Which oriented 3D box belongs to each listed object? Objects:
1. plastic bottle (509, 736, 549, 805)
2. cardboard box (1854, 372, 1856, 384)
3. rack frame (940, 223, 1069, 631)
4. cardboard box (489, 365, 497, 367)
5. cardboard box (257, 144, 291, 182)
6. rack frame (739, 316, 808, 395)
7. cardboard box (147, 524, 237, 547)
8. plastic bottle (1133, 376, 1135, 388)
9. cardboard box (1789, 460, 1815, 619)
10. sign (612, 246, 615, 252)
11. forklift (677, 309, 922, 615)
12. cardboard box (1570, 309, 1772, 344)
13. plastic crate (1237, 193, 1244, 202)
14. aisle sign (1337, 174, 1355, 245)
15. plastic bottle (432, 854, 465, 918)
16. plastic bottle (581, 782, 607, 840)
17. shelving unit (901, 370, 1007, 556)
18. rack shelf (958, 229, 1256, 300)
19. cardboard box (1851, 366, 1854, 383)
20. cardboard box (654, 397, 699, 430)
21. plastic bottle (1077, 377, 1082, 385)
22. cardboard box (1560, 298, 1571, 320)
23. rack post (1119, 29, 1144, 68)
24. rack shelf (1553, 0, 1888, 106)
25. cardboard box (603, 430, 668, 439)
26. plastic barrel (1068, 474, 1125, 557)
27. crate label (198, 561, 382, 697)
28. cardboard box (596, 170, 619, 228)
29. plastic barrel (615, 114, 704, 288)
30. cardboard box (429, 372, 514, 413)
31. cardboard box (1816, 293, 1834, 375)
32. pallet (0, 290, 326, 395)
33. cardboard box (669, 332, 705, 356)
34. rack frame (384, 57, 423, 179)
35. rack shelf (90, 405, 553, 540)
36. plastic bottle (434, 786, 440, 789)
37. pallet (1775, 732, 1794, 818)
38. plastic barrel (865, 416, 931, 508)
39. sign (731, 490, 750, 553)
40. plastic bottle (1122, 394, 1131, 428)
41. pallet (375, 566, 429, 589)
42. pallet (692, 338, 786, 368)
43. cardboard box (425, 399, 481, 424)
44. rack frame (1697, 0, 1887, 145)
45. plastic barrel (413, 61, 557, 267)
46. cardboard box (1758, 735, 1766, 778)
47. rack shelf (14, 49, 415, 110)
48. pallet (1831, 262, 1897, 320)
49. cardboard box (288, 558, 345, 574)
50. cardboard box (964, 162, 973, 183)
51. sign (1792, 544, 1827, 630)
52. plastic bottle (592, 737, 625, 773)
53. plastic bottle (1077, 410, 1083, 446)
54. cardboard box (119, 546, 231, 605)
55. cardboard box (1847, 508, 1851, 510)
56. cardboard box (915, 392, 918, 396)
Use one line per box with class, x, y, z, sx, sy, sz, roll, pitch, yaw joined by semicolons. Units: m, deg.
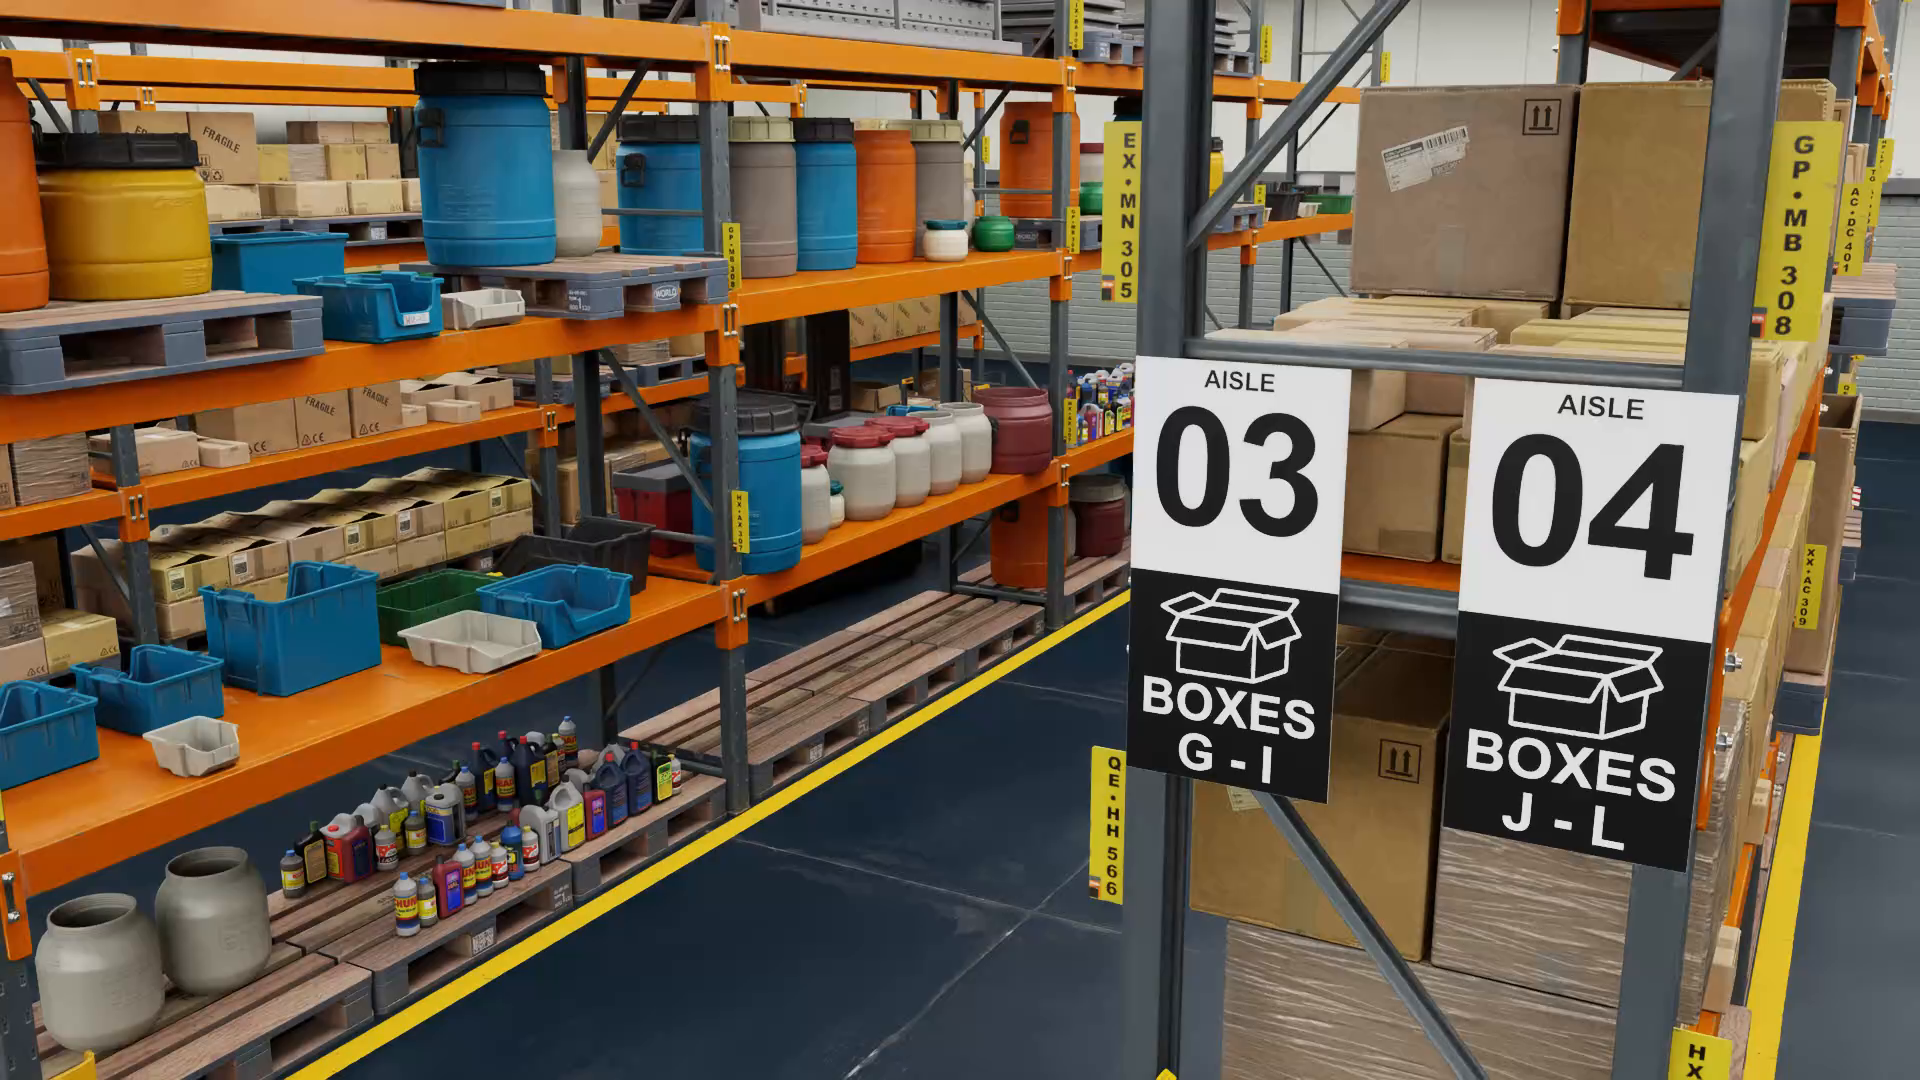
plastic bottle;-2.246;1.184;8.651;0.144;0.351;0.185;7;15;28
cardboard box;8.266;-1.537;15.760;0.380;0.149;0.250;8;16;29
rack frame;0.315;-0.845;12.356;1.000;3.000;0.127;7;15;28
cardboard box;-5.727;-2.022;21.674;0.700;0.500;0.500;7;15;27
cardboard box;-7.684;-4.021;17.977;0.700;0.500;0.500;8;16;31
rack frame;-2.085;-2.228;18.091;1.000;3.000;0.127;7;15;28
cardboard box;-5.762;0.050;12.416;0.500;0.311;0.500;8;16;30
plastic bottle;1.633;-1.432;15.214;0.097;0.201;0.097;0;14;0
cardboard box;2.741;-0.019;5.948;0.500;0.500;0.500;7;15;28
sign;-4.973;-4.133;23.975;0.100;0.325;0.005;7;15;28
forklift;-1.634;-0.973;13.032;1.130;2.935;3.031;11;17;37
cardboard box;1.538;-0.408;3.612;0.380;0.149;0.250;8;16;30
plastic crate;2.841;-3.467;17.085;0.437;0.282;0.530;7;15;28
aisle sign;4.474;-3.732;18.783;0.394;0.787;0.004;7;15;28
plastic bottle;-2.277;1.522;7.395;0.061;0.283;0.133;8;16;29
plastic bottle;-1.812;1.324;8.214;0.061;0.283;0.133;9;16;32
shelving unit;-0.041;-0.712;15.002;0.538;1.500;1.048;7;15;28
rack shelf;1.282;-2.364;13.791;1.077;0.370;4.000;7;15;28
cardboard box;7.286;-1.345;14.113;0.500;0.250;0.500;7;15;28
cardboard box;-3.016;-1.314;17.097;0.500;0.250;0.500;7;15;28
plastic bottle;1.005;-1.273;14.406;0.097;0.271;0.097;0;14;0
cardboard box;1.453;-0.631;4.538;0.380;0.149;0.250;7;15;25
rack post;1.382;-3.910;13.333;0.937;0.300;0.954;9;16;34
rack shelf;3.684;-2.246;7.754;1.077;0.370;4.000;7;15;28
cardboard box;-3.274;-0.839;16.725;0.500;0.500;0.500;7;15;26
plastic barrel;1.083;-0.211;13.975;0.600;0.588;0.708;7;15;28
crate label;-2.899;0.371;7.237;0.502;0.435;0.616;7;15;28
cardboard box;-3.591;-3.112;15.145;0.910;0.500;0.500;7;15;28
plastic barrel;-1.563;-1.855;9.077;0.600;0.901;0.708;7;15;28
cardboard box;-4.233;-1.294;14.409;0.500;0.311;0.500;9;16;32
cardboard box;2.726;-0.726;5.780;0.500;0.250;0.500;8;16;30
pallet;-3.067;-0.729;5.877;1.003;0.211;1.213;7;15;28
cardboard box;-2.885;-2.111;16.498;0.700;0.500;0.500;3;14;14
rack frame;-6.424;-5.705;19.713;1.000;3.000;0.127;7;15;28
rack shelf;-4.986;-0.647;13.069;1.077;0.370;4.000;7;15;28
plastic bottle;-2.620;1.335;8.346;0.097;0.201;0.097;0;14;0
pallet;4.272;1.232;9.691;1.003;0.211;1.213;7;15;28
plastic barrel;-0.400;-0.501;10.640;0.433;0.535;0.433;0;14;0
sign;-1.142;-0.095;8.652;0.100;0.325;0.005;7;15;28
plastic bottle;1.334;-1.045;13.460;0.097;0.271;0.097;0;14;0
pallet;-5.042;0.362;13.297;1.003;0.211;1.213;7;15;28
pallet;-2.567;-1.983;17.485;1.003;0.211;1.213;7;15;28
cardboard box;-4.212;-1.069;13.821;0.380;0.149;0.250;7;15;28
rack frame;4.651;-3.201;9.325;1.000;3.000;0.127;7;15;28
plastic barrel;-2.193;-1.739;7.696;0.600;0.901;0.708;7;15;28
cardboard box;2.742;0.786;6.124;0.380;0.149;0.250;7;15;28
rack shelf;-4.986;-3.369;12.413;1.077;0.370;4.000;7;15;28
pallet;3.608;-1.158;7.654;1.213;0.211;1.003;7;15;28
cardboard box;-5.045;0.280;12.659;0.500;0.250;0.500;7;15;26
cardboard box;-0.177;-4.543;20.546;0.500;0.250;0.500;7;15;28
sign;3.196;0.176;6.274;0.100;0.325;0.005;7;15;28
plastic bottle;-1.804;1.198;8.595;0.144;0.351;0.185;7;15;28
plastic bottle;0.887;-0.856;12.673;0.097;0.271;0.097;0;14;0
cardboard box;-5.535;0.217;11.725;0.500;0.311;0.500;7;15;28
cardboard box;5.441;0.223;11.561;1.225;0.875;0.875;7;15;28
cardboard box;-0.655;-1.830;21.583;0.380;0.149;0.250;7;15;28
